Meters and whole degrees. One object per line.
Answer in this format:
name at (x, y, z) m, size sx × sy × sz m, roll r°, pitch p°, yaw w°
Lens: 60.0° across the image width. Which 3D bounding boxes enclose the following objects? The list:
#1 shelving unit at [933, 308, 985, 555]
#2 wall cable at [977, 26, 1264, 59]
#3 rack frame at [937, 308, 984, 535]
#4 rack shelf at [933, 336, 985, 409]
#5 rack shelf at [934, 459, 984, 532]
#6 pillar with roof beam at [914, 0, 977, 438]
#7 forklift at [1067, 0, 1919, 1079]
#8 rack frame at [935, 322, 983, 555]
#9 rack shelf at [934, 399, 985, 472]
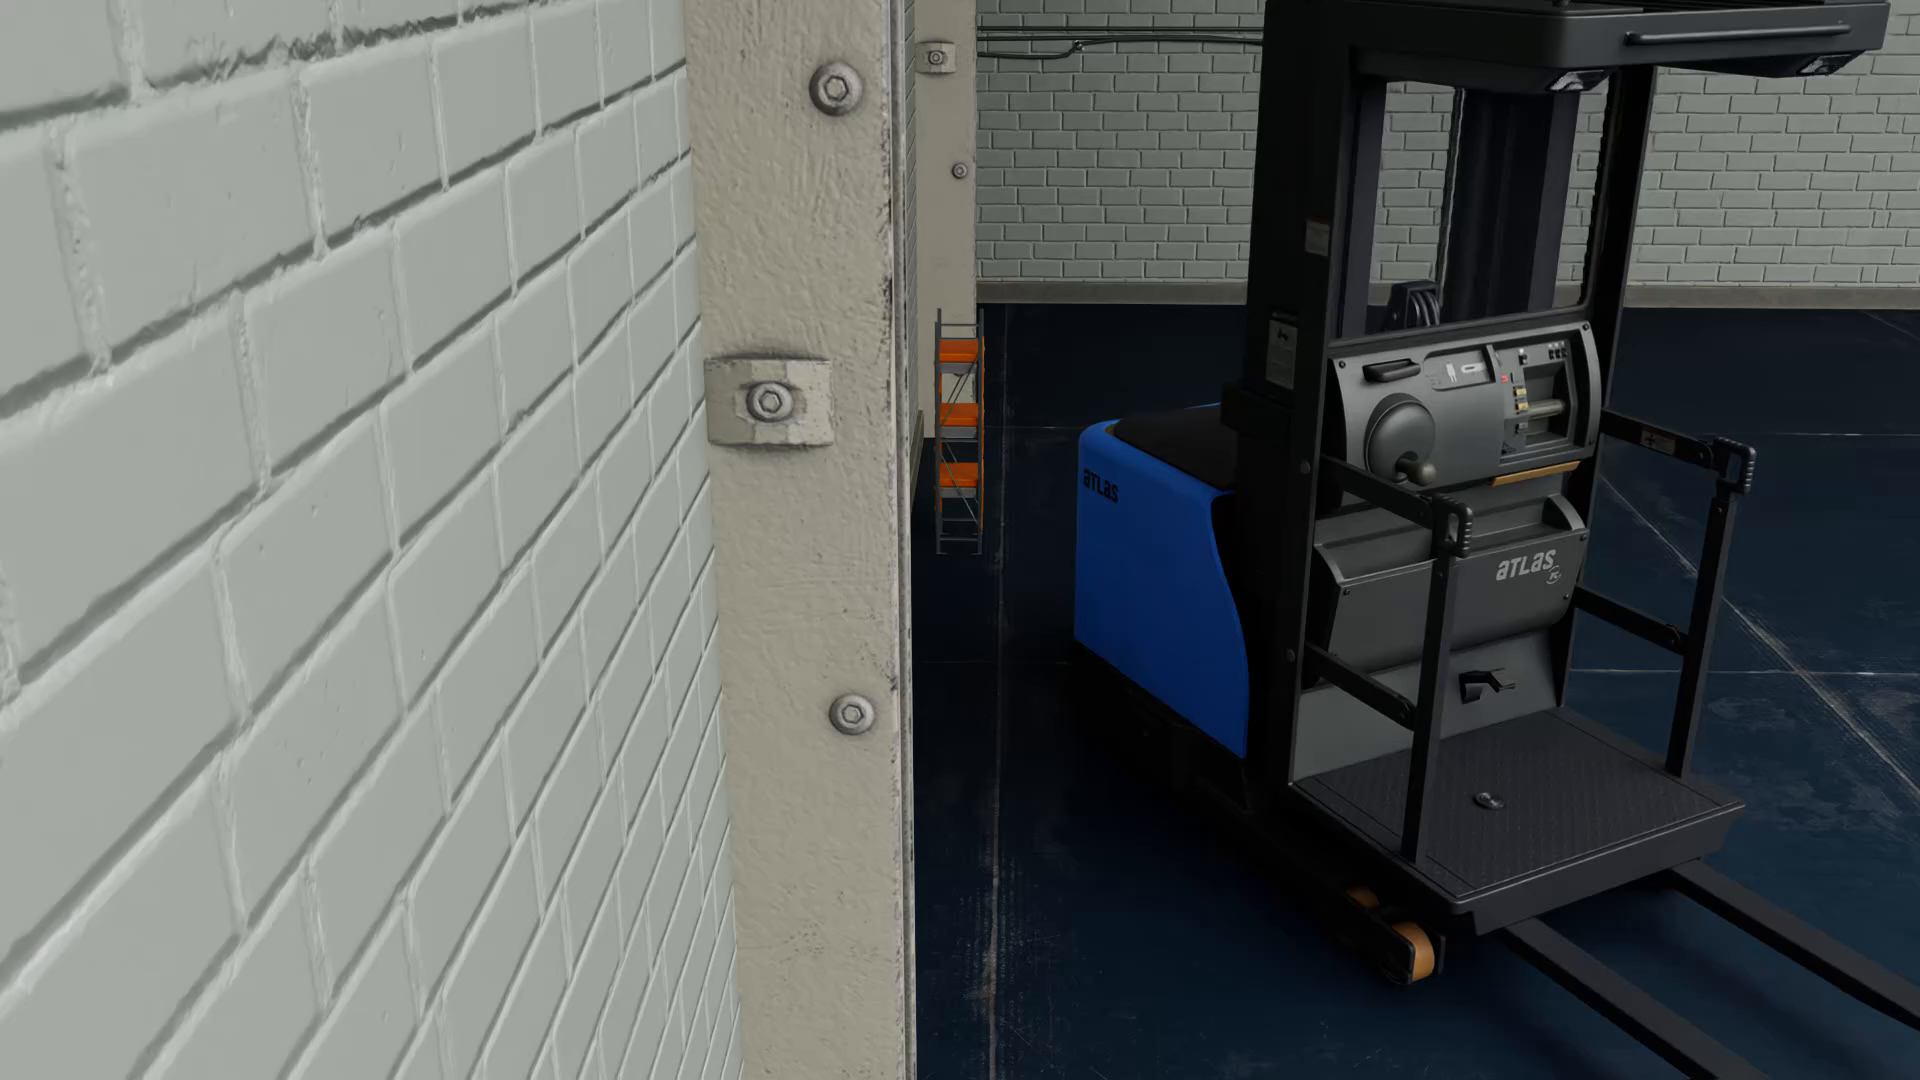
shelving unit at (-0.002, -0.470, 7.289) m, size 0.215 × 1.050 × 0.252 m, roll 1°, pitch 21°, yaw 2°
wall cable at (1.339, -4.421, 10.776) m, size 3.097 × 2.526 × 0.112 m, roll 1°, pitch 21°, yaw 2°
rack frame at (0.002, -0.514, 7.403) m, size 0.200 × 1.050 × 0.008 m, roll 1°, pitch 21°, yaw 2°
rack shelf at (-0.002, -0.725, 7.190) m, size 0.215 × 0.259 × 0.240 m, roll 1°, pitch 21°, yaw 2°
rack shelf at (-0.002, -0.201, 7.394) m, size 0.215 × 0.259 × 0.240 m, roll 1°, pitch 21°, yaw 2°
pillar with roof beam at (4.231, -4.771, 7.384) m, size 9.100 × 9.000 × 0.400 m, roll 1°, pitch 21°, yaw 2°
forklift at (1.506, -0.360, 4.405) m, size 1.130 × 2.935 × 3.031 m, roll -11°, pitch 24°, yaw -25°
rack frame at (-0.005, -0.426, 7.175) m, size 0.200 × 1.050 × 0.008 m, roll 1°, pitch 21°, yaw 2°
rack shelf at (-0.002, -0.460, 7.293) m, size 0.215 × 0.259 × 0.240 m, roll 1°, pitch 21°, yaw 2°
